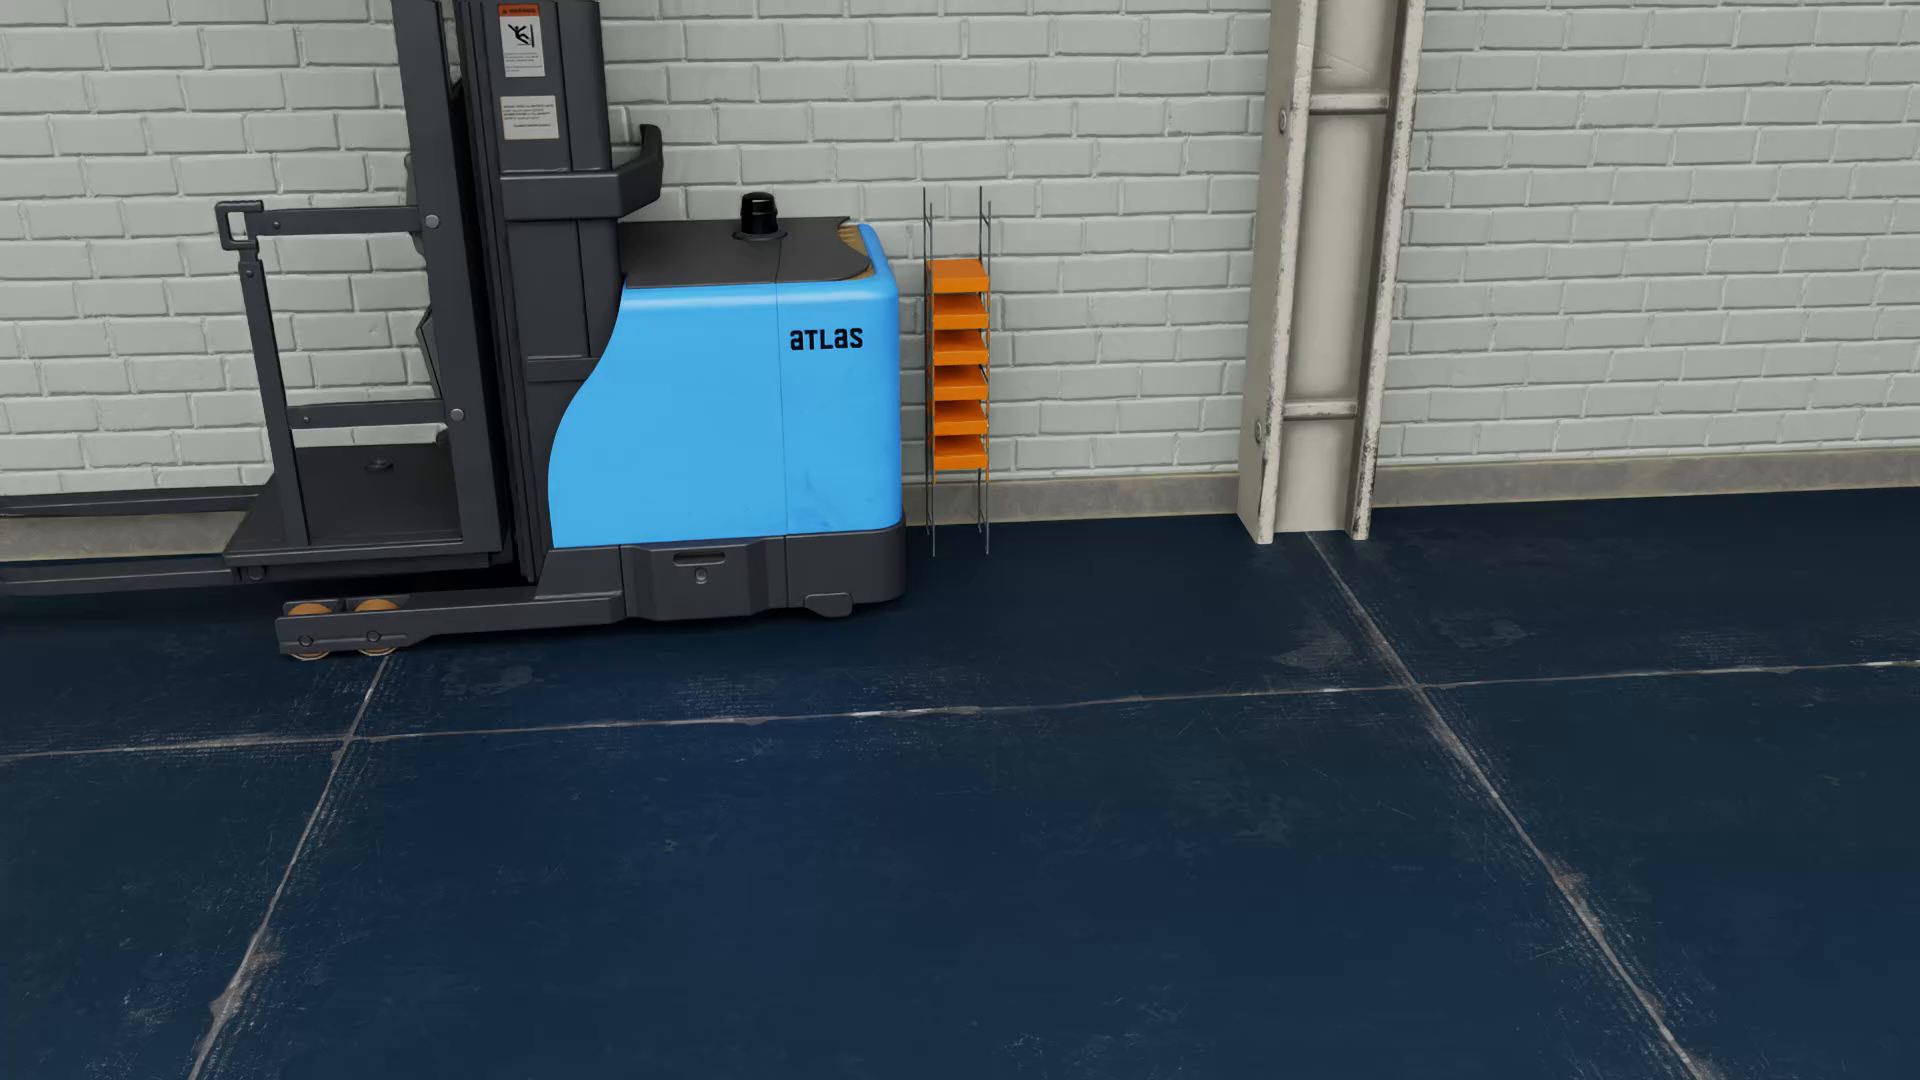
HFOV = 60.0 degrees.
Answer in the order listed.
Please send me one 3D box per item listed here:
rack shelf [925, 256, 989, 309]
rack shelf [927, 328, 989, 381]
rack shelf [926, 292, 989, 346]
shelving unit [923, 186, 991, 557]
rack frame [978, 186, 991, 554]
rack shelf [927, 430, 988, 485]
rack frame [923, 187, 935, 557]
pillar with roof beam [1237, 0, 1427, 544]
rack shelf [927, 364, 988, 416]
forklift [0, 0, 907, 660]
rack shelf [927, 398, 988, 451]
[{"bbox_3d":[-0.011,-0.832,5.369,0.180,0.103,0.258,-3,24,-6],"label":"rack shelf"},{"bbox_3d":[-0.011,-0.613,5.466,0.180,0.103,0.258,-3,24,-6],"label":"rack shelf"},{"bbox_3d":[-0.011,-0.723,5.417,0.180,0.103,0.258,-3,24,-6],"label":"rack shelf"},{"bbox_3d":[-0.011,-0.544,5.497,0.189,1.200,0.258,-3,24,-6],"label":"shelving unit"},{"bbox_3d":[0.079,-0.548,5.507,0.006,1.200,0.240,-3,24,-6],"label":"rack frame"},{"bbox_3d":[-0.011,-0.284,5.612,0.180,0.103,0.258,-3,24,-6],"label":"rack shelf"},{"bbox_3d":[-0.102,-0.540,5.487,0.006,1.200,0.240,-3,24,-6],"label":"rack frame"},{"bbox_3d":[1.626,-2.429,0.135,0.400,9.000,9.100,-2,24,-5],"label":"pillar with roof beam"},{"bbox_3d":[-0.011,-0.503,5.515,0.180,0.103,0.258,-3,24,-6],"label":"rack shelf"},{"bbox_3d":[-1.726,-1.211,4.865,3.031,2.935,1.130,-3,24,-7],"label":"forklift"},{"bbox_3d":[-0.011,-0.394,5.564,0.180,0.103,0.258,-3,24,-6],"label":"rack shelf"}]
